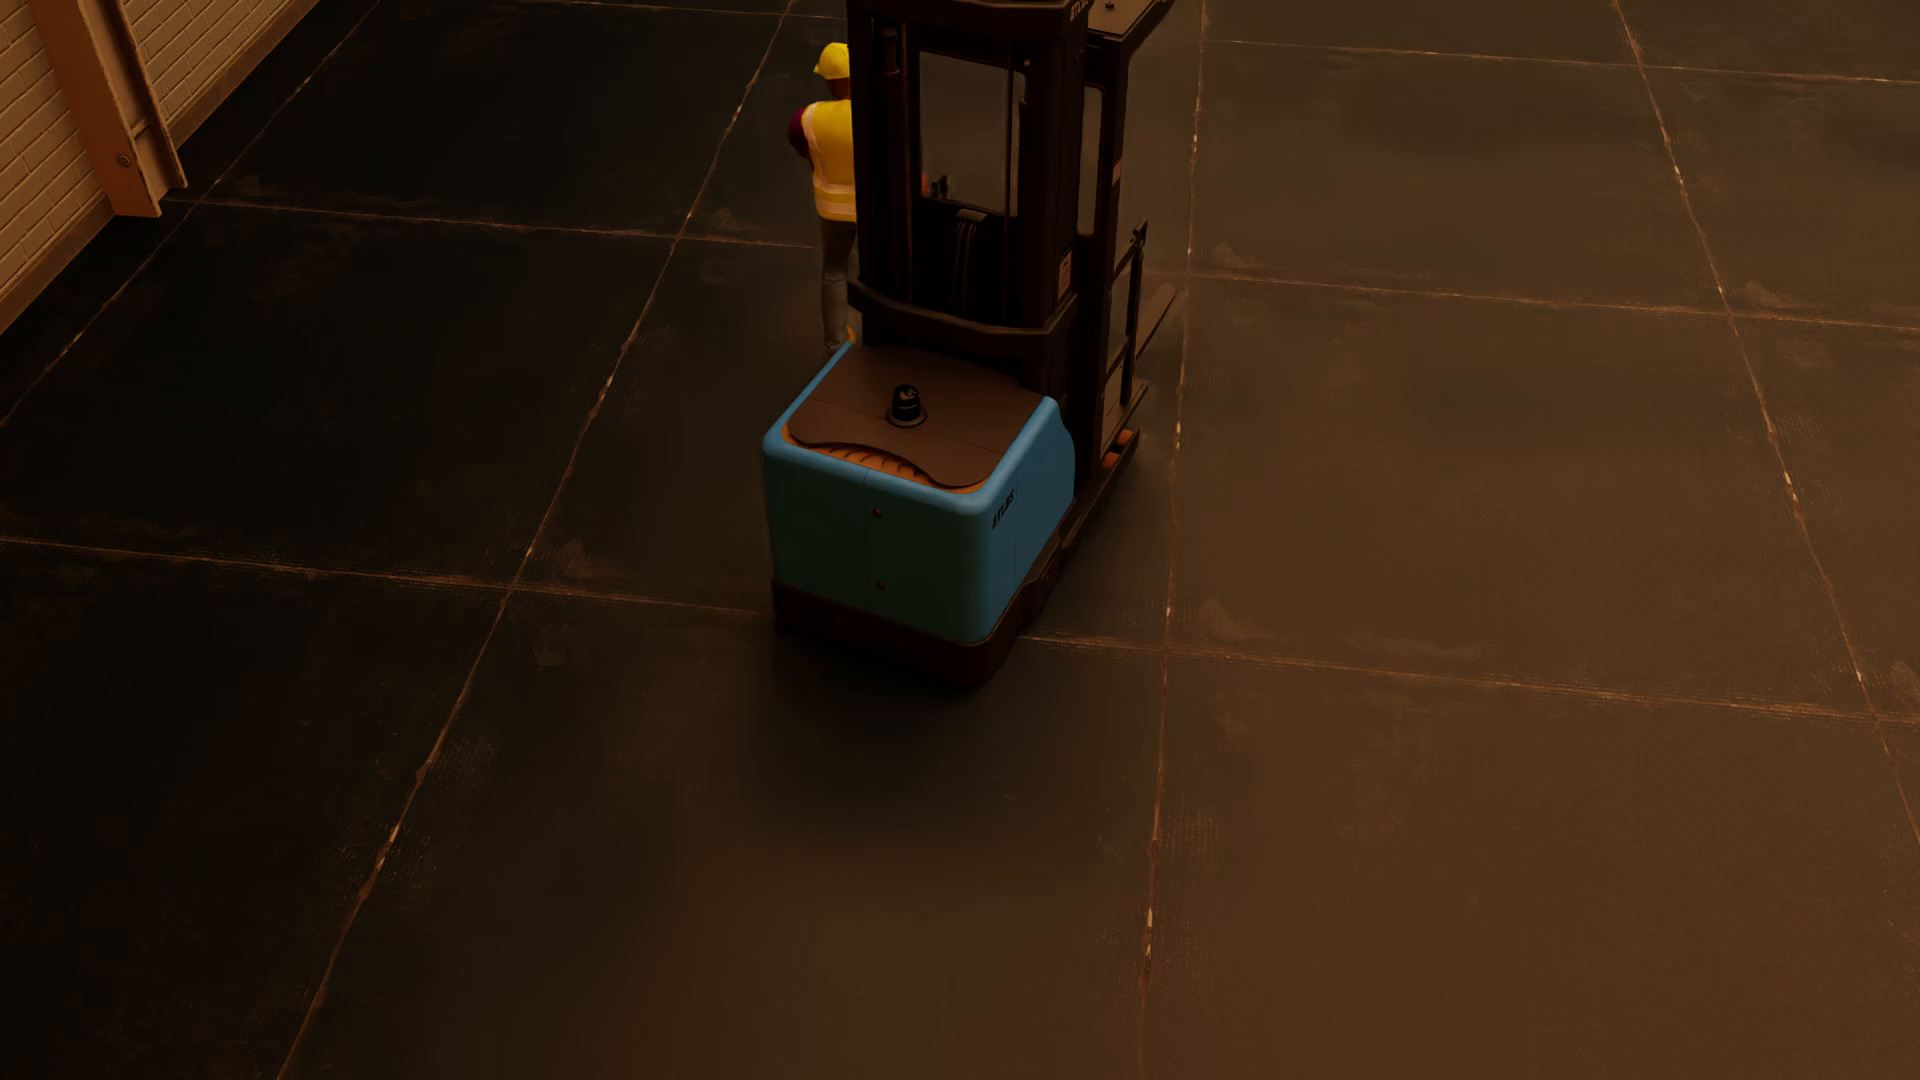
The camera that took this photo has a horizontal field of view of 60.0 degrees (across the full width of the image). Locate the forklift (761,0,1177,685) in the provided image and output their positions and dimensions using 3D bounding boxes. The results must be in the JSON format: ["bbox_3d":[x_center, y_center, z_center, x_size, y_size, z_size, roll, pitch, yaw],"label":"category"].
[{"bbox_3d":[0.245,-1.462,7.316,1.130,2.935,3.031,17,45,18],"label":"forklift"}]

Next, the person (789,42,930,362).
[{"bbox_3d":[-0.476,-1.819,8.630,0.771,1.702,0.865,3,43,3],"label":"person"}]
